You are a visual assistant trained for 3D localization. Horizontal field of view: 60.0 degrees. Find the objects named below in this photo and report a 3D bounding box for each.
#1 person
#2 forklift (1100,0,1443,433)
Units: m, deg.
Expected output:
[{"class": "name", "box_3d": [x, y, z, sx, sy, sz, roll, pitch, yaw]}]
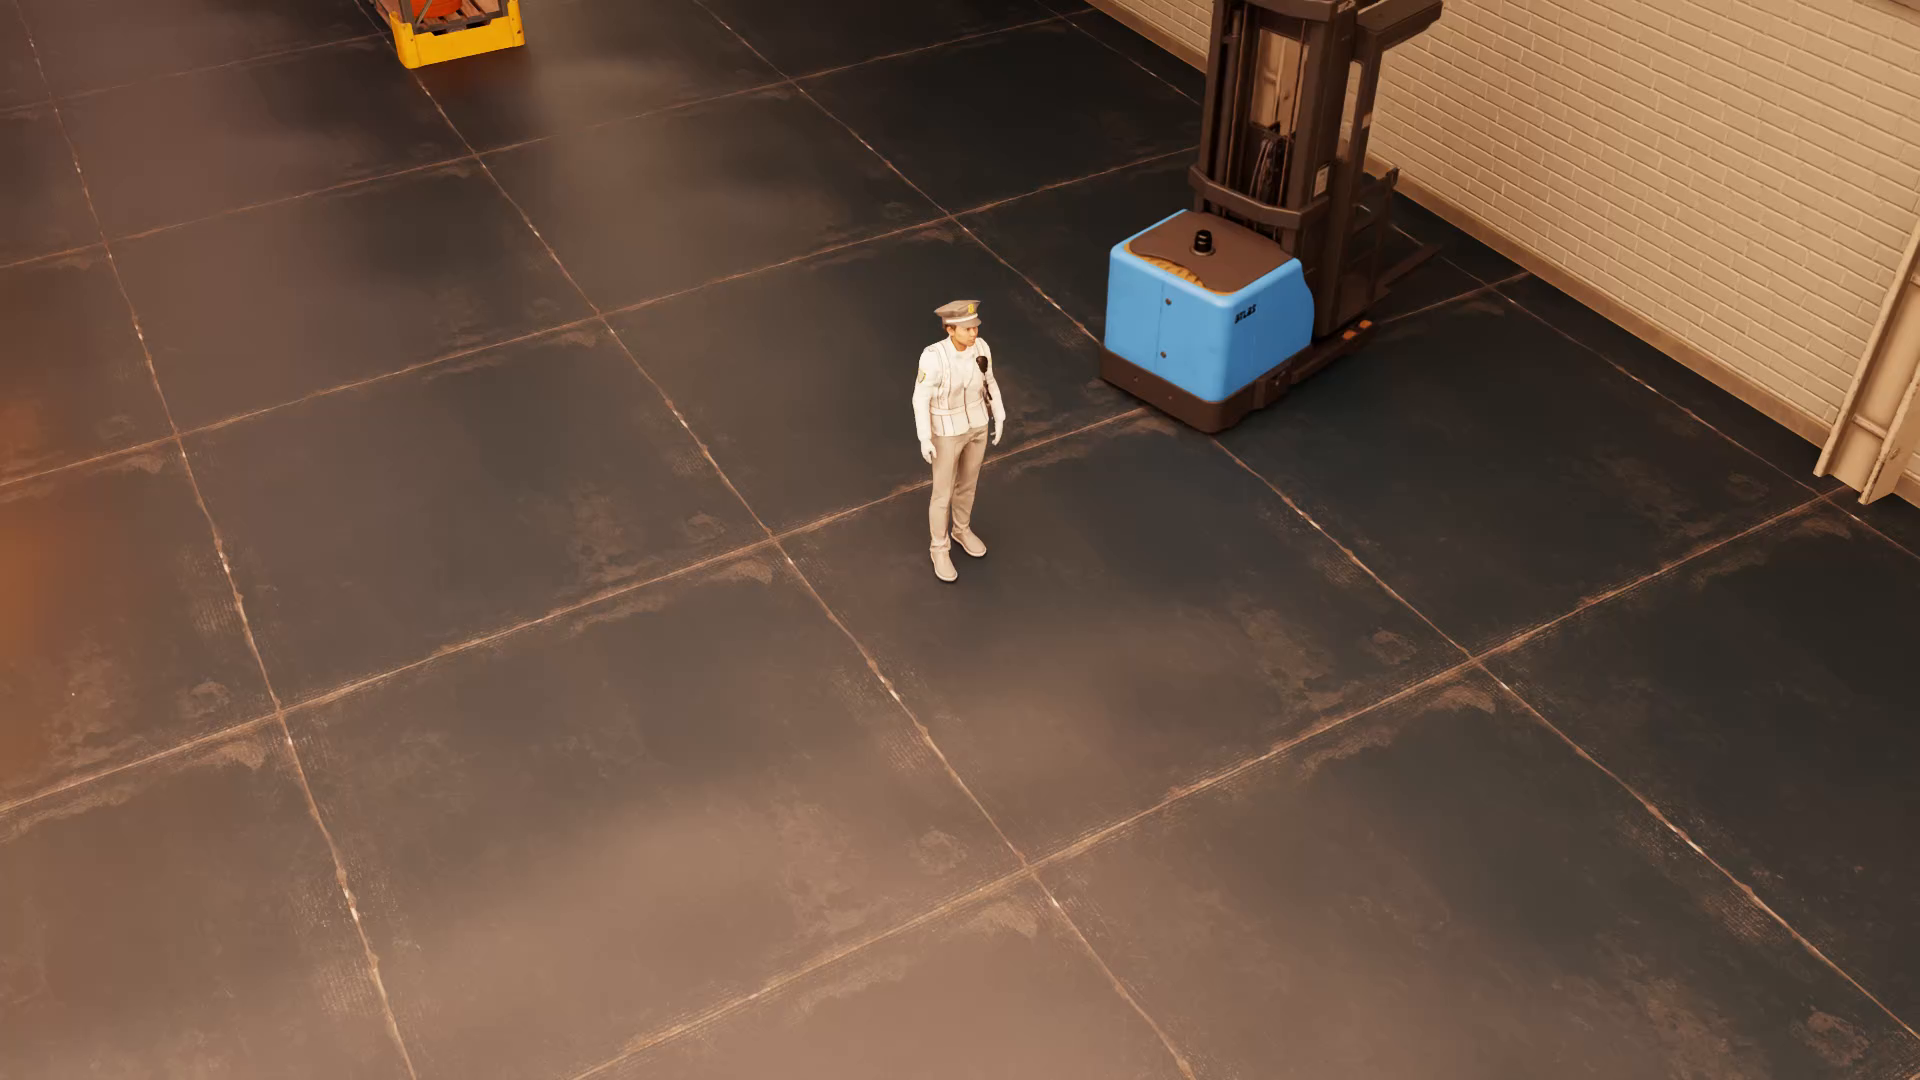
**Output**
[{"class": "person", "box_3d": [0.029, -0.618, 9.738, 0.588, 1.695, 0.531, -20, 44, -23]}, {"class": "forklift", "box_3d": [2.381, -2.677, 11.264, 3.031, 2.935, 1.130, -32, 49, -33]}]
